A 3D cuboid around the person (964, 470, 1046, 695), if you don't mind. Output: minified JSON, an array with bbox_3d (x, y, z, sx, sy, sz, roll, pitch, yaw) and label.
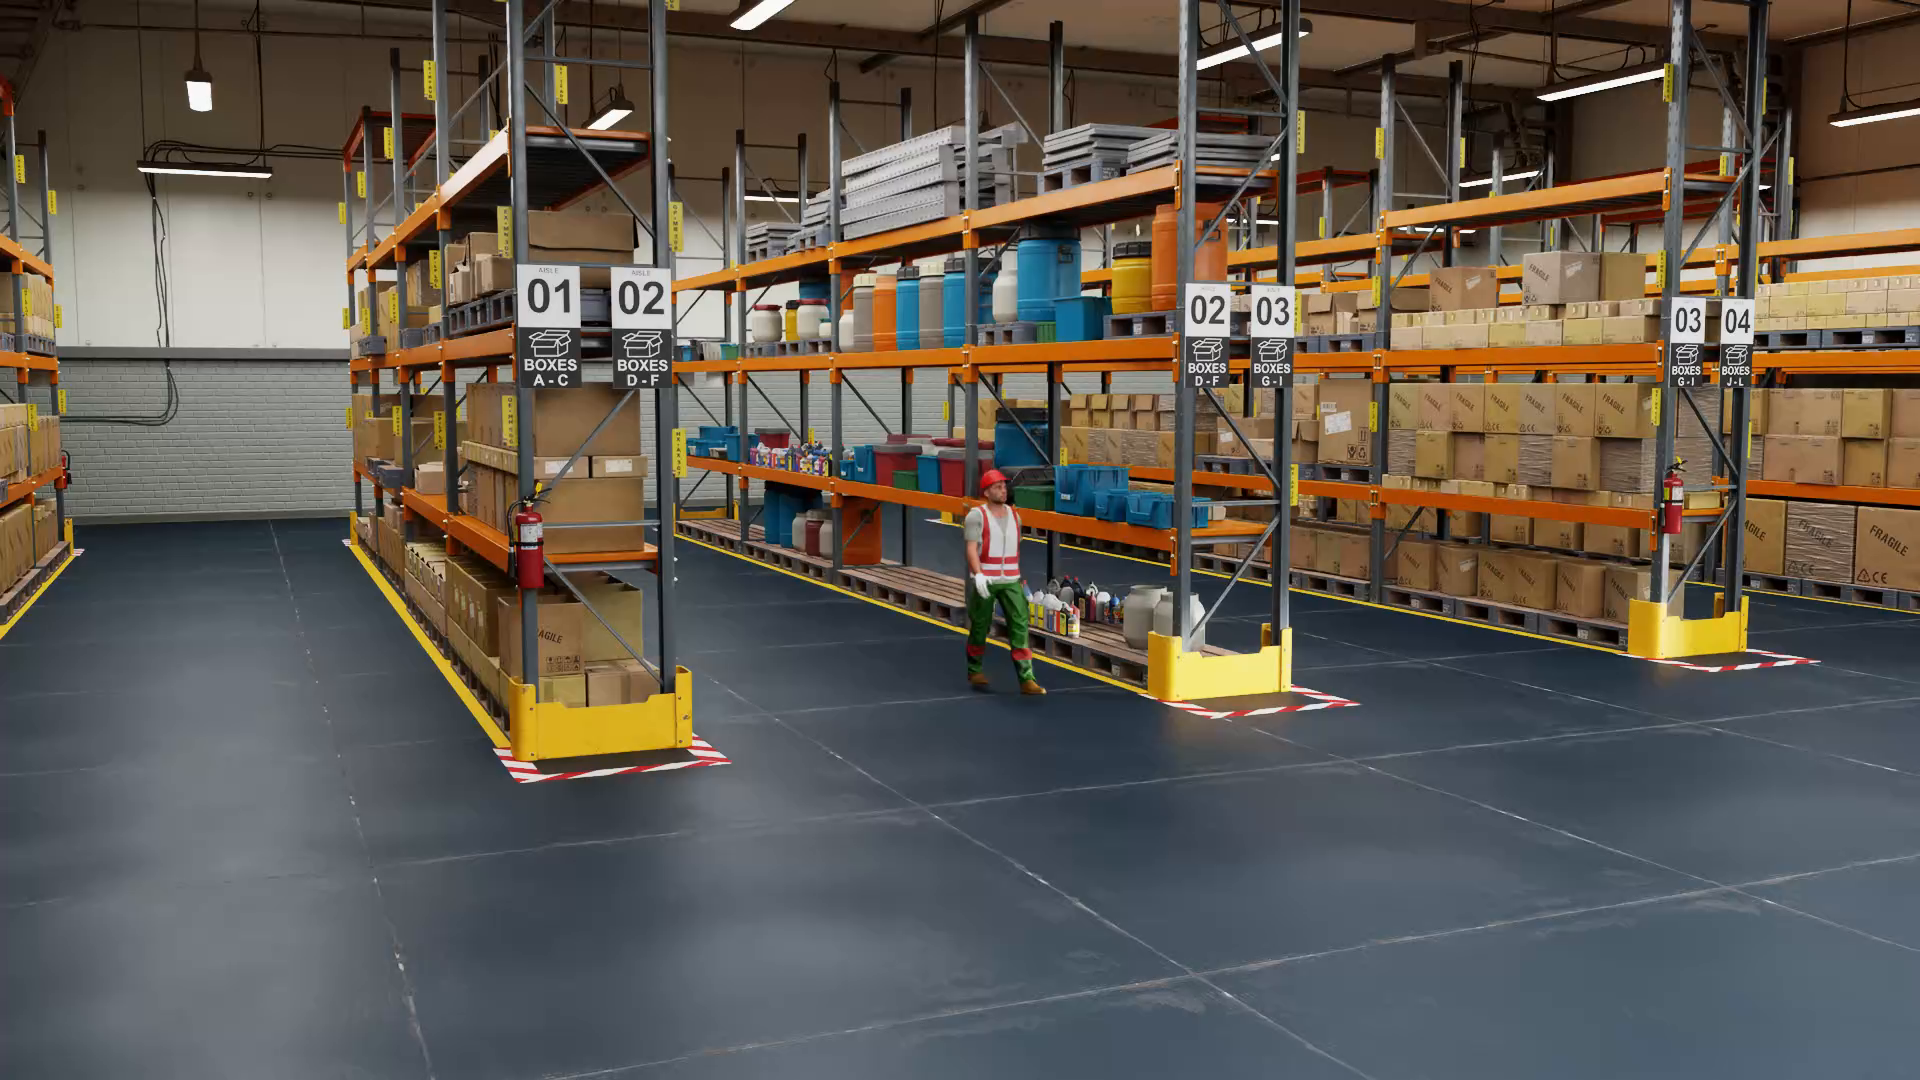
[{"bbox_3d":[0.314,0.322,12.958,0.528,1.728,1.017,-2,6,-22],"label":"person"}]
